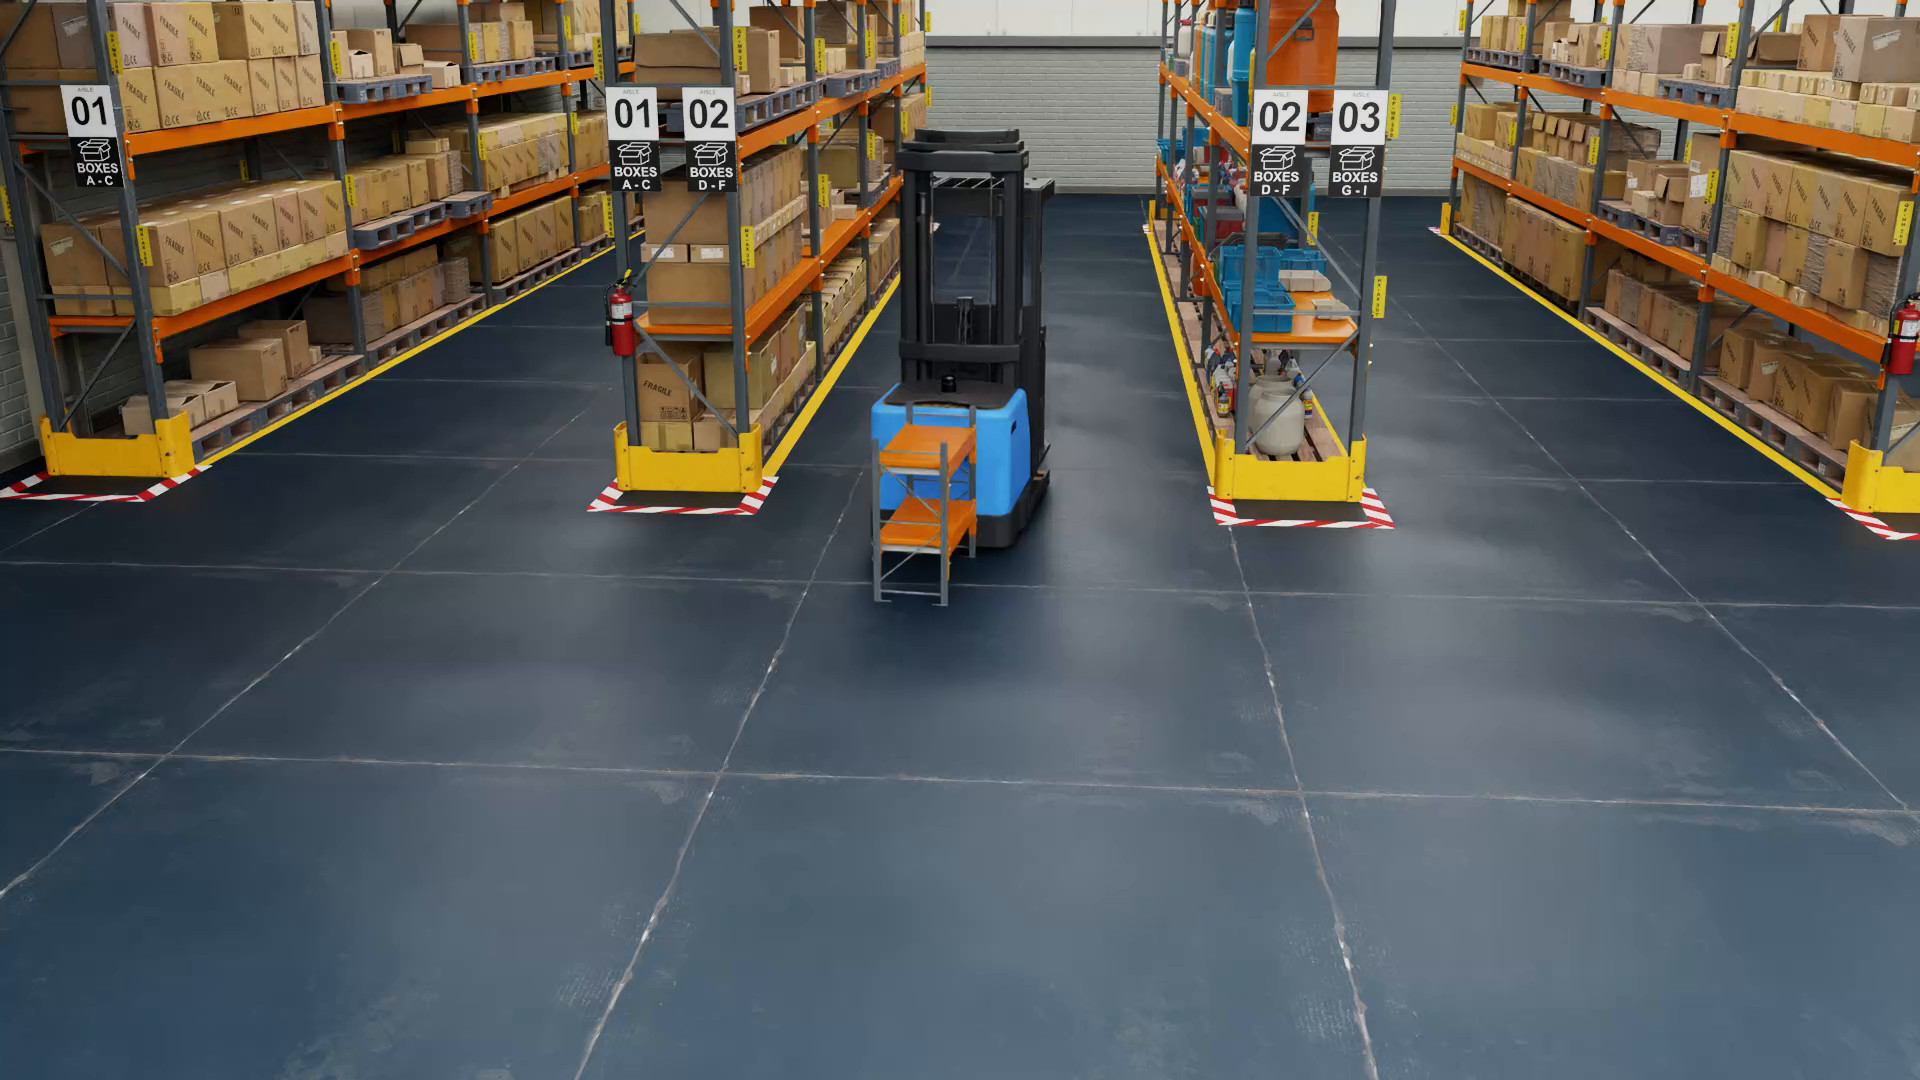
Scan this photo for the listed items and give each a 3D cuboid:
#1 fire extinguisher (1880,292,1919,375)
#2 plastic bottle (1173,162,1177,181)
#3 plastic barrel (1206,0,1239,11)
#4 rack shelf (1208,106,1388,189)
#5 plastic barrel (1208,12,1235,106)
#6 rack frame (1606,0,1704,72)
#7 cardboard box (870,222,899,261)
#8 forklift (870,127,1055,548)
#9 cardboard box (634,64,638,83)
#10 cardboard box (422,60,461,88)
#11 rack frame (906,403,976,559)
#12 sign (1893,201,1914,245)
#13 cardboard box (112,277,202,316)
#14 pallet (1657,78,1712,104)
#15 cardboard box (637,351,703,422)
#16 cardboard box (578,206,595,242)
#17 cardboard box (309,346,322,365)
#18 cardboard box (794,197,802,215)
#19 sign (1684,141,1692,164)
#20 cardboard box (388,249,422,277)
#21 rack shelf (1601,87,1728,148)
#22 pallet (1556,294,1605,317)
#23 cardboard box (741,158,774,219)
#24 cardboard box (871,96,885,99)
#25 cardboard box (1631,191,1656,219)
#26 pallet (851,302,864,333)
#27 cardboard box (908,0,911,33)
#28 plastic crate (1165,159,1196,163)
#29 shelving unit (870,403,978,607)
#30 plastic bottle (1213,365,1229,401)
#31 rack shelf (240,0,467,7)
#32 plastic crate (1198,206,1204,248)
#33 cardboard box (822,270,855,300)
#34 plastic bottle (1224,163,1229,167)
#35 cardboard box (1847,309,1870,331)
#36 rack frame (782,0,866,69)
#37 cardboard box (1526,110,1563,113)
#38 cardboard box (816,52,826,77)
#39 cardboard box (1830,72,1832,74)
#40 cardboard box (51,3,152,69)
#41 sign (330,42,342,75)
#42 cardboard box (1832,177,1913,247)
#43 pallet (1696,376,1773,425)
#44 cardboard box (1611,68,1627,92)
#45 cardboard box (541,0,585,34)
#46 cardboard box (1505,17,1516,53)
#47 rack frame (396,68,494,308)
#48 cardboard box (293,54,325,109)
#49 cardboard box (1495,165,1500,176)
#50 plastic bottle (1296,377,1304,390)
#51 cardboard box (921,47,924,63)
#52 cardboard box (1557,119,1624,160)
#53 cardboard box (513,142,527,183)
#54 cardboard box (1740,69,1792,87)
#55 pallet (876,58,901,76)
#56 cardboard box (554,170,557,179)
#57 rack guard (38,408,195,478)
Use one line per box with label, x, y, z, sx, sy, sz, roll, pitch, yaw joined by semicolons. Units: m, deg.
fire extinguisher;7.178;-1.599;12.611;0.296;0.674;0.183;1;18;4
plastic bottle;3.105;-5.298;23.961;0.061;0.283;0.133;1;18;4
plastic barrel;3.323;-6.262;20.535;0.600;0.830;0.708;1;18;4
rack shelf;2.849;-3.477;14.554;1.077;0.370;4.000;1;18;4
plastic barrel;2.813;-4.841;16.757;0.600;0.901;0.708;1;18;4
rack frame;8.220;-6.997;19.325;1.000;3.000;0.127;1;18;4
cardboard box;-1.167;-4.319;24.094;0.500;0.500;0.500;1;18;4
forklift;0.129;-1.756;13.076;1.130;2.935;3.031;3;18;10
cardboard box;-2.415;-3.868;13.933;0.500;0.250;0.500;1;18;4
cardboard box;-6.384;-5.641;20.114;0.500;0.311;0.500;1;18;4
rack frame;-0.135;-0.420;11.898;0.500;1.125;0.032;3;18;10
sign;7.094;-2.380;12.504;0.100;0.325;0.005;1;18;4
cardboard box;-6.824;-2.076;14.150;0.500;0.250;0.500;1;18;2
pallet;8.155;-4.752;17.591;1.213;0.211;1.003;1;18;4
cardboard box;-2.493;-1.306;14.129;0.500;0.500;0.500;1;18;4
cardboard box;-6.159;-4.962;26.088;0.700;0.500;0.500;2;18;5
cardboard box;-6.897;-1.931;17.344;0.380;0.166;0.250;-1;18;-3
cardboard box;-1.773;-3.316;16.523;0.380;0.149;0.250;1;18;3
sign;8.762;-4.650;20.063;0.100;0.325;0.005;1;18;4
cardboard box;-6.737;-3.295;19.765;0.500;0.250;0.500;1;18;4
rack shelf;8.076;-4.609;18.008;1.077;0.370;4.000;1;18;4
pallet;8.351;-3.064;21.435;1.003;0.211;1.213;1;18;4
cardboard box;-2.081;-3.185;15.080;0.700;0.500;0.500;1;18;4
cardboard box;-1.453;-6.926;26.976;0.500;0.500;0.500;2;18;5
cardboard box;7.870;-3.759;18.644;0.500;0.250;0.500;1;18;2
pallet;-1.759;-2.788;20.594;1.003;0.211;1.213;1;18;4
cardboard box;-1.157;-8.330;26.444;0.700;0.500;0.500;1;18;4
plastic crate;3.379;-5.750;25.501;0.437;0.125;0.590;1;18;4
shelving unit;-0.232;-0.264;11.424;0.538;1.125;1.048;3;18;10
plastic bottle;2.464;-1.475;15.654;0.144;0.351;0.185;2;18;6
rack shelf;-6.745;-6.176;18.616;1.077;0.370;4.000;1;18;4
plastic crate;2.762;-3.356;17.874;0.392;0.384;0.575;1;18;4
cardboard box;-1.522;-3.041;19.728;0.500;0.311;0.500;1;18;4
plastic bottle;3.860;-5.310;24.012;0.152;0.276;0.135;1;18;4
cardboard box;7.446;-1.792;13.477;0.380;0.149;0.250;1;18;4
rack frame;-1.661;-7.219;20.003;1.000;3.000;0.127;1;18;4
cardboard box;8.872;-6.272;25.307;0.500;0.500;0.500;1;18;2
cardboard box;-1.749;-5.272;18.445;0.500;0.250;0.500;0;18;-1
cardboard box;8.156;-4.179;15.143;0.380;0.149;0.250;0;18;1
cardboard box;-6.906;-4.065;13.396;0.500;0.500;0.500;0;18;0
sign;-6.347;-4.897;16.903;0.100;0.325;0.005;1;18;4
cardboard box;7.469;-2.657;13.471;0.500;0.500;0.500;1;18;4
pallet;7.920;-1.369;16.263;1.003;0.211;1.213;1;18;4
cardboard box;7.932;-5.360;19.387;0.500;0.250;0.500;2;18;5
cardboard box;-5.984;-7.893;25.078;0.500;0.500;0.500;1;18;3
cardboard box;8.546;-7.520;24.742;0.700;0.500;0.500;2;18;7
rack frame;-6.602;-4.478;21.271;1.000;3.000;0.127;1;18;4
cardboard box;-6.679;-4.555;16.496;0.500;0.500;0.500;2;18;5
cardboard box;8.238;-5.531;24.888;0.380;0.149;0.250;1;18;3
plastic bottle;3.179;-1.378;15.487;0.097;0.271;0.097;0;18;0
cardboard box;-0.861;-8.042;27.572;0.500;0.250;0.500;1;18;4
cardboard box;8.379;-5.308;22.033;0.797;0.503;0.637;2;18;6
cardboard box;-6.228;-5.138;22.615;0.500;0.500;0.500;1;18;4
cardboard box;7.602;-4.353;15.675;0.380;0.149;0.250;1;18;2
pallet;-1.491;-6.746;23.678;1.213;0.211;1.003;1;18;4
cardboard box;-6.115;-5.341;24.276;0.380;0.149;0.250;2;18;6
rack guard;-7.170;-0.829;14.150;1.175;0.500;0.348;1;18;4
